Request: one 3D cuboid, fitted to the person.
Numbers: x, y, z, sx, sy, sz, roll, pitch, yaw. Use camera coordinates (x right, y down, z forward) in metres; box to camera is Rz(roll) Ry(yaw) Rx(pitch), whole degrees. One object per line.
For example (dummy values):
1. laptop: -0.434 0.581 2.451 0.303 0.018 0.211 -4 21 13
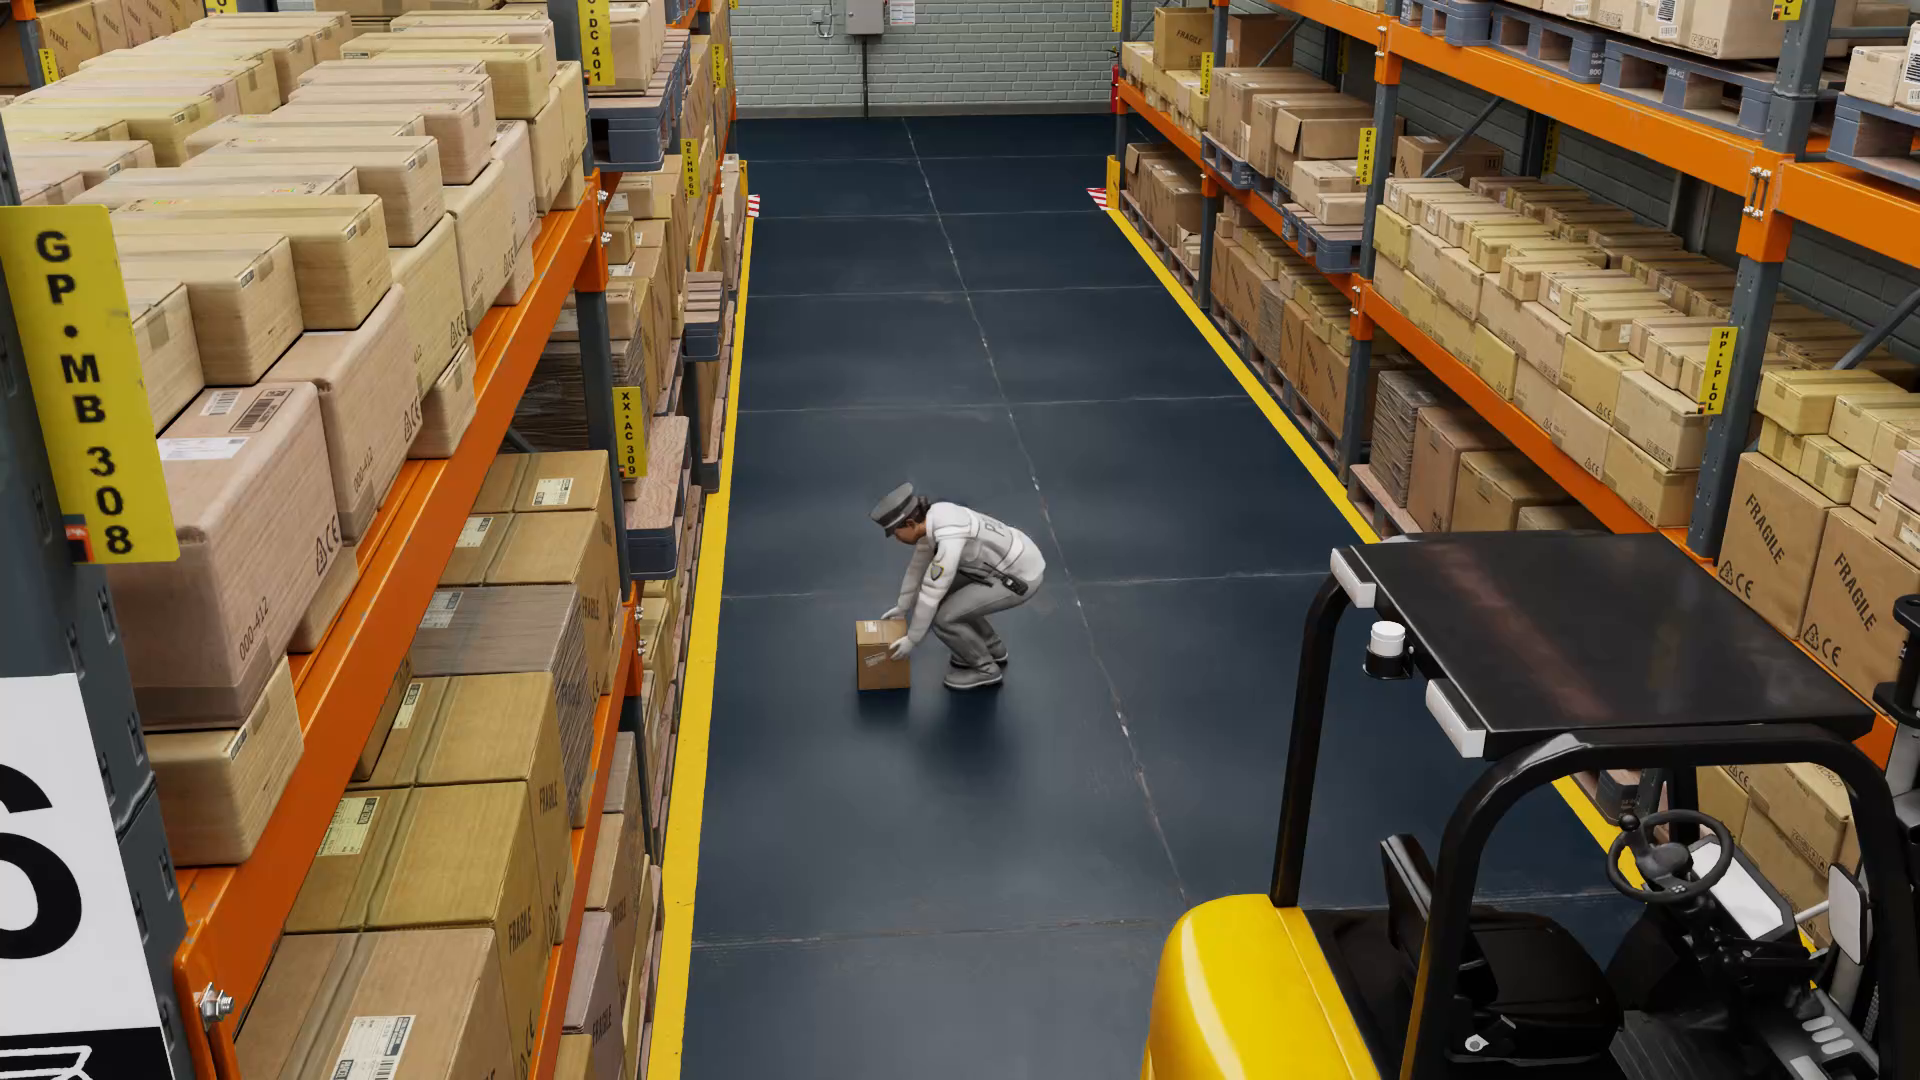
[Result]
1. person: -0.011 0.203 7.934 0.836 1.028 0.498 -2 24 -5
